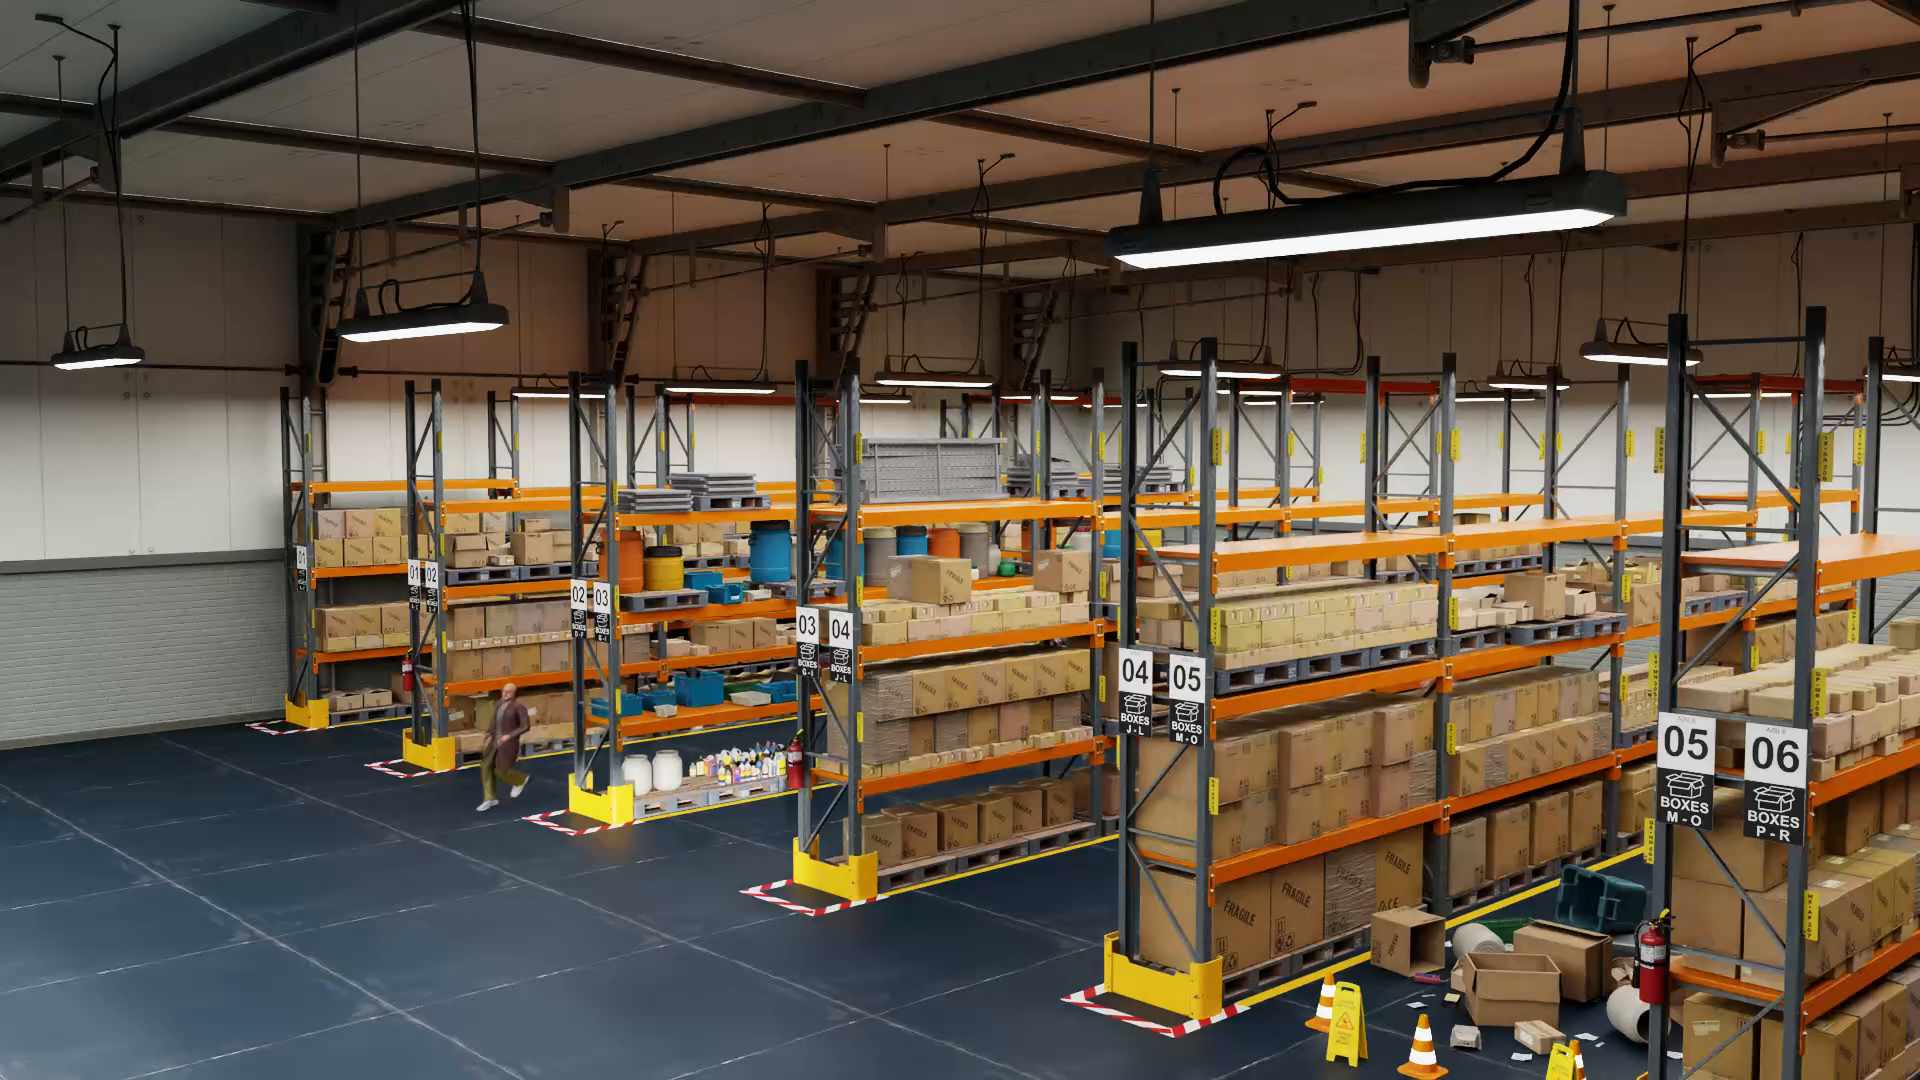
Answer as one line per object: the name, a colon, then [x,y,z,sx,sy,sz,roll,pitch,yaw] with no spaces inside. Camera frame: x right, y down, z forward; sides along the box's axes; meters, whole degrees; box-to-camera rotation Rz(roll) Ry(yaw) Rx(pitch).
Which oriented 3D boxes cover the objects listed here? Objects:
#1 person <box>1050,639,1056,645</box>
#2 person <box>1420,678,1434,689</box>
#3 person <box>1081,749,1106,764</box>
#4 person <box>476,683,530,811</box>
person: [1.608,2.275,32.199,0.585,1.662,0.738,3,5,36]
person: [6.686,2.774,23.922,0.666,1.699,0.930,3,5,41]
person: [2.023,2.766,24.138,0.702,1.721,0.589,3,4,36]
person: [-6.257,2.846,23.016,0.753,1.757,0.846,2,4,30]
